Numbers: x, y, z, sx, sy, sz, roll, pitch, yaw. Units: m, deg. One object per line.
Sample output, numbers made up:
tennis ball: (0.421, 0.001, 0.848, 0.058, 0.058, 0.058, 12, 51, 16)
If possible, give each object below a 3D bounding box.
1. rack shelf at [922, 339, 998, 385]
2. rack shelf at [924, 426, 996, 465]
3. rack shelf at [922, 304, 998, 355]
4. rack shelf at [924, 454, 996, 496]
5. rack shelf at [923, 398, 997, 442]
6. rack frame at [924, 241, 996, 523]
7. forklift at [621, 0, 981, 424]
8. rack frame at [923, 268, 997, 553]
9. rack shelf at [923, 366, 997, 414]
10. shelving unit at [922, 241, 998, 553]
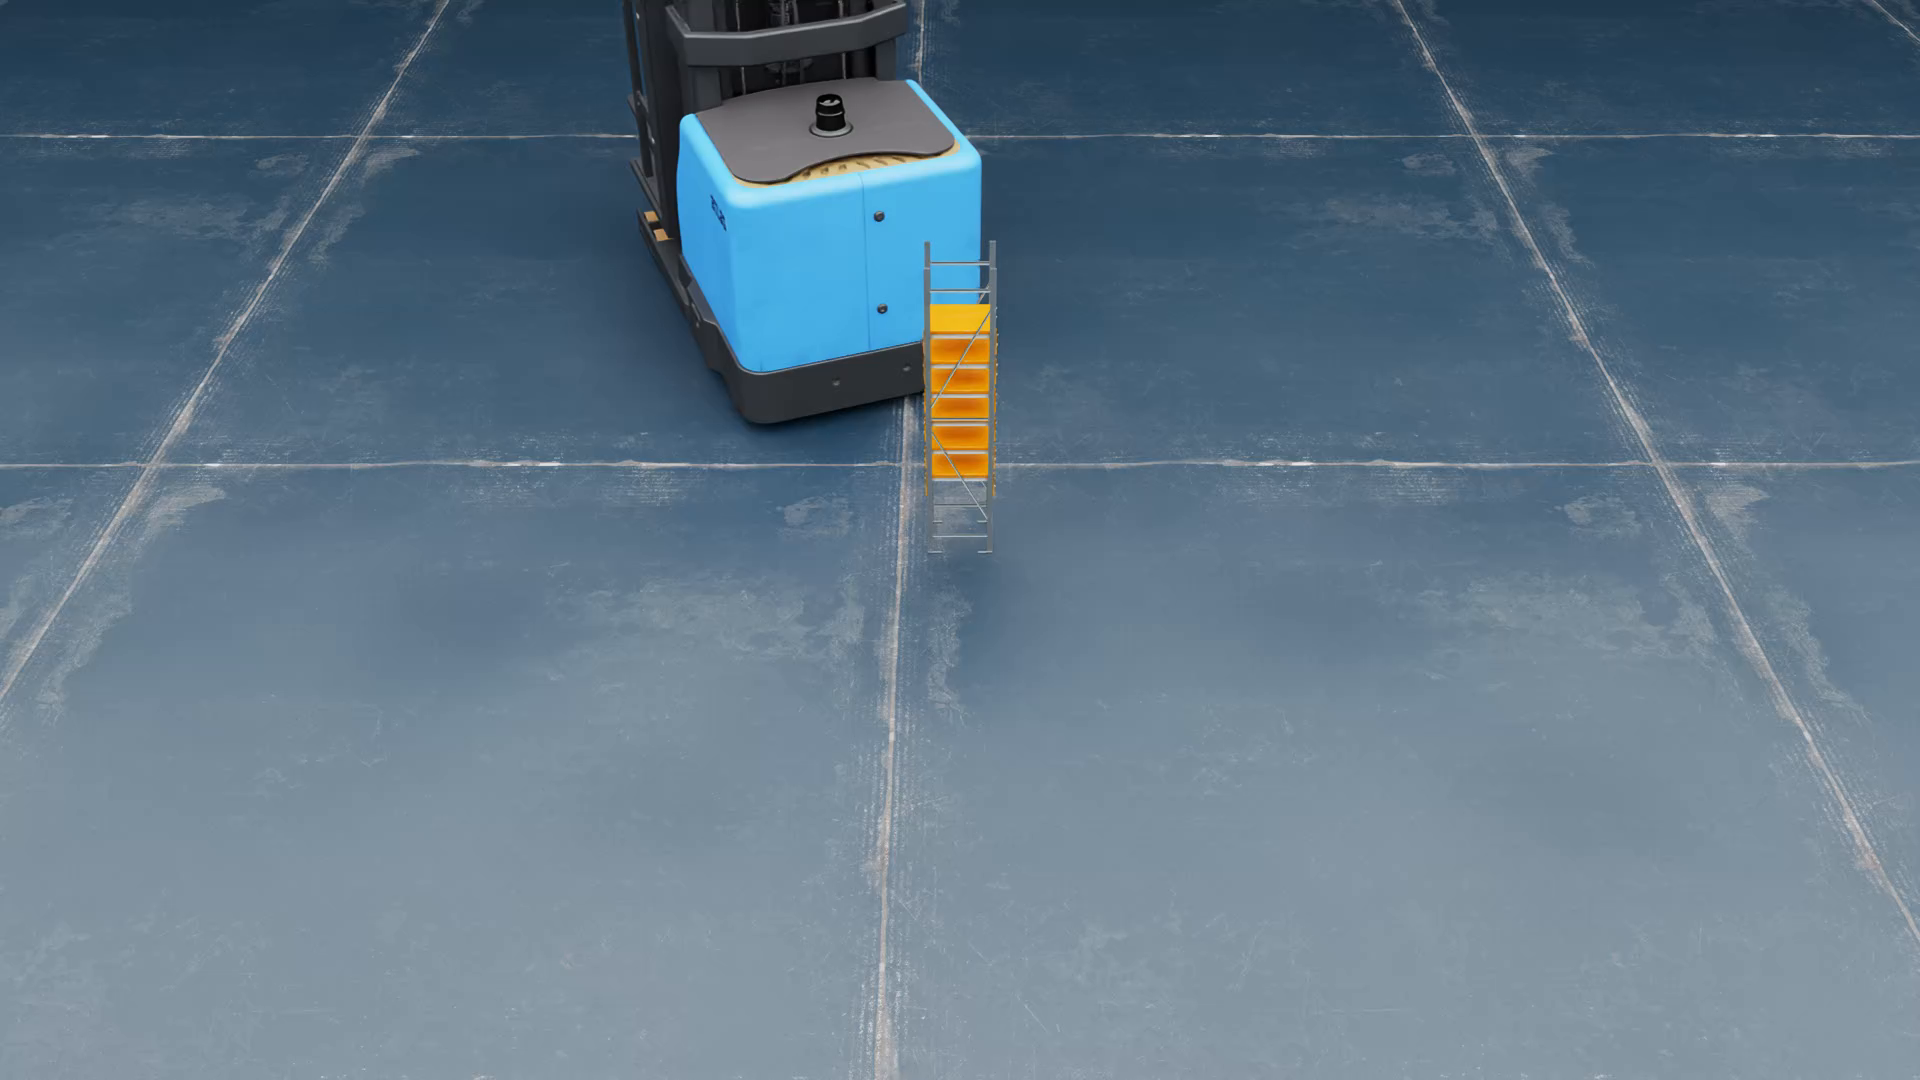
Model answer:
rack shelf: (0.000, -0.630, 5.764, 0.258, 0.103, 0.180, 0, 39, 0)
rack shelf: (0.000, -0.349, 5.989, 0.258, 0.103, 0.180, 0, 39, 0)
rack shelf: (0.000, -0.724, 5.689, 0.258, 0.103, 0.180, 0, 39, 0)
rack shelf: (0.000, -0.255, 6.064, 0.258, 0.103, 0.180, 0, 39, 0)
rack shelf: (0.000, -0.443, 5.914, 0.258, 0.103, 0.180, 0, 39, 0)
rack frame: (0.000, -0.534, 5.957, 0.240, 1.200, 0.006, 0, 39, 0)
forklift: (-0.907, -2.537, 7.072, 1.130, 2.935, 3.031, -14, 41, -16)
rack frame: (0.000, -0.420, 5.815, 0.240, 1.200, 0.006, 0, 39, 0)
rack shelf: (0.000, -0.536, 5.839, 0.258, 0.103, 0.180, 0, 39, 0)
shelving unit: (0.000, -0.477, 5.886, 0.258, 1.200, 0.189, 0, 39, 0)
